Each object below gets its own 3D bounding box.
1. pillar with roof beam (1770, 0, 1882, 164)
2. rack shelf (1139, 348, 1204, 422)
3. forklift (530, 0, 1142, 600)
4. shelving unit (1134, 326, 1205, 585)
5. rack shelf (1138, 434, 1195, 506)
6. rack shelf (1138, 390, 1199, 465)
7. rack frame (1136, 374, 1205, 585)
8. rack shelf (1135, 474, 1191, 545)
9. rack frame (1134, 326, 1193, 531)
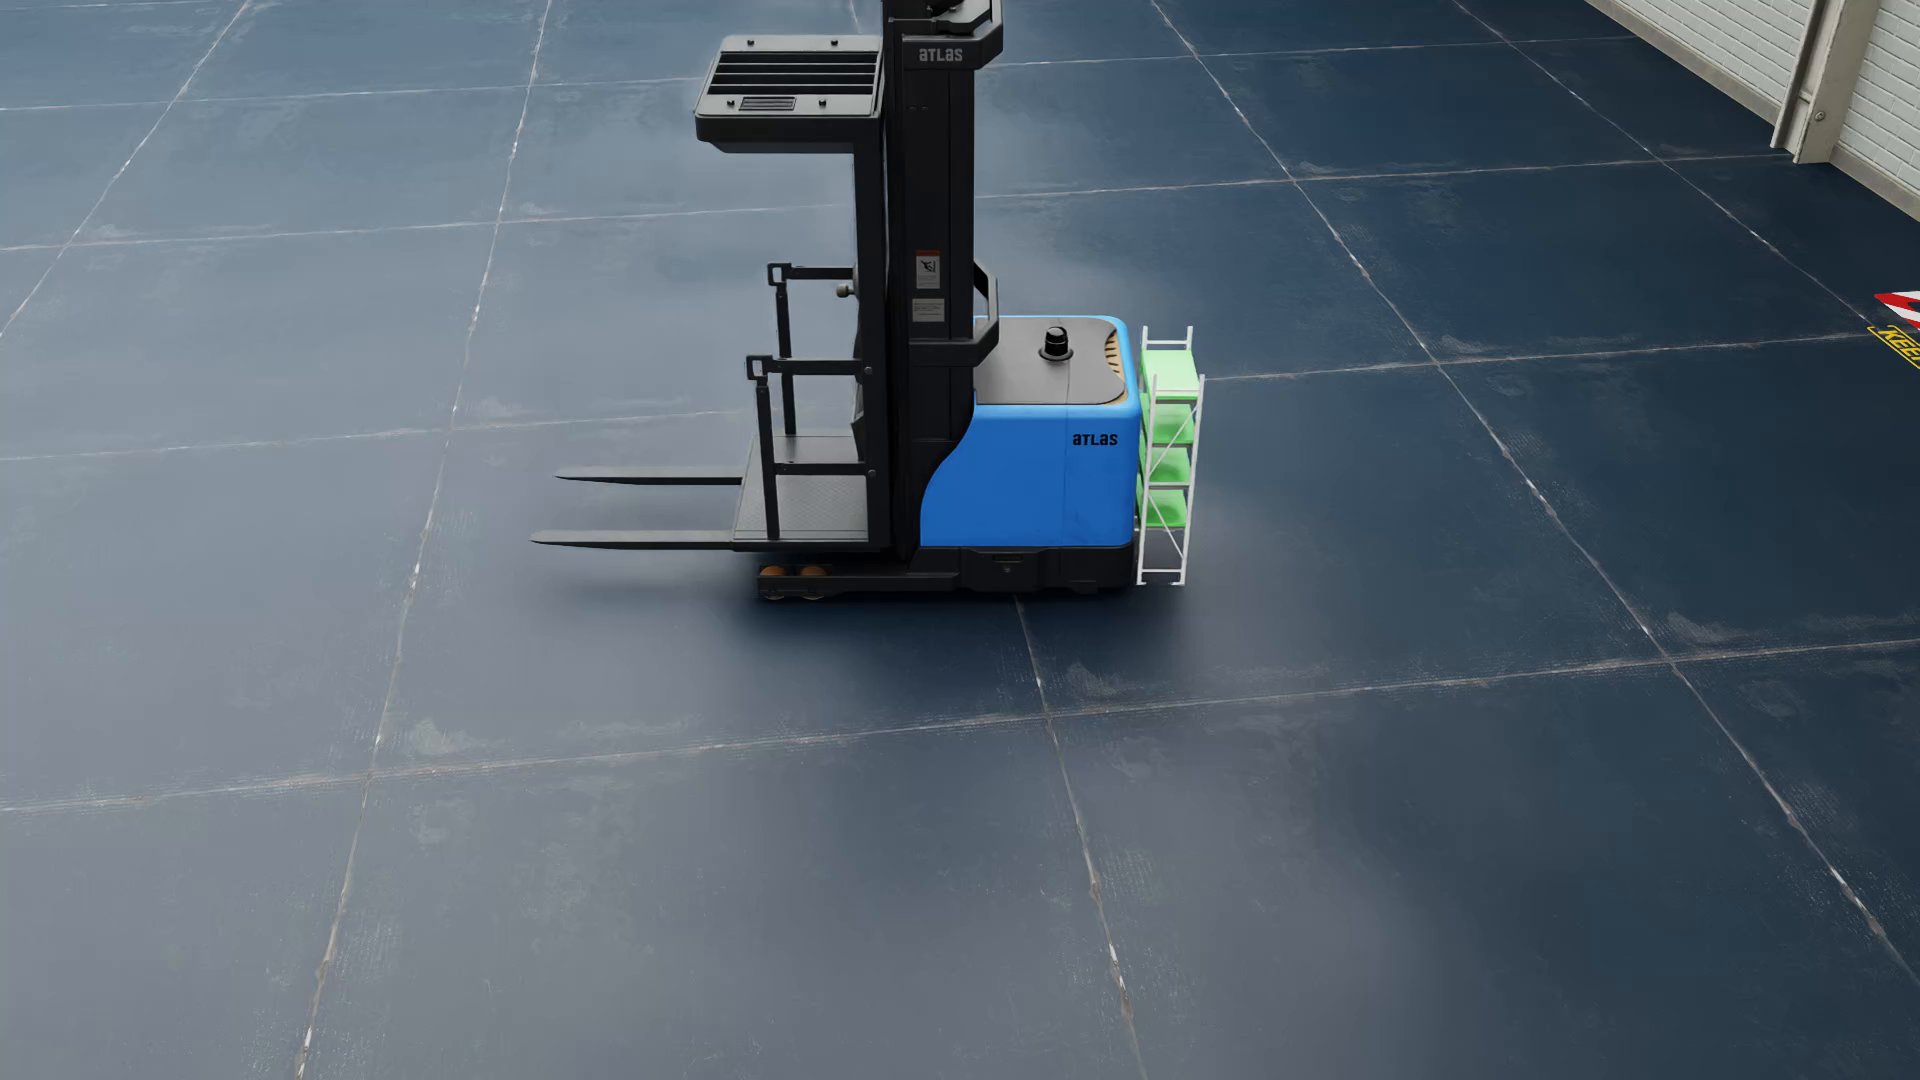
[{"bbox_3d":[2.449,-6.480,10.268,9.100,9.000,0.400,-4,35,-6],"label":"pillar with roof beam"},{"bbox_3d":[1.018,-0.754,8.051,0.258,0.148,0.480,0,34,0],"label":"rack shelf"},{"bbox_3d":[-0.647,-1.212,7.925,3.031,2.935,1.130,0,34,0],"label":"forklift"},{"bbox_3d":[1.017,-0.410,8.285,0.258,1.200,0.503,0,34,0],"label":"shelving unit"},{"bbox_3d":[1.016,-0.357,8.321,0.258,0.148,0.480,0,34,0],"label":"rack shelf"},{"bbox_3d":[1.017,-0.556,8.186,0.258,0.148,0.480,0,34,0],"label":"rack shelf"},{"bbox_3d":[1.016,-0.273,8.084,0.240,1.200,0.015,0,34,0],"label":"rack frame"},{"bbox_3d":[1.016,-0.159,8.456,0.258,0.148,0.480,0,34,0],"label":"rack shelf"},{"bbox_3d":[1.017,-0.547,8.487,0.240,1.200,0.015,0,34,0],"label":"rack frame"}]
